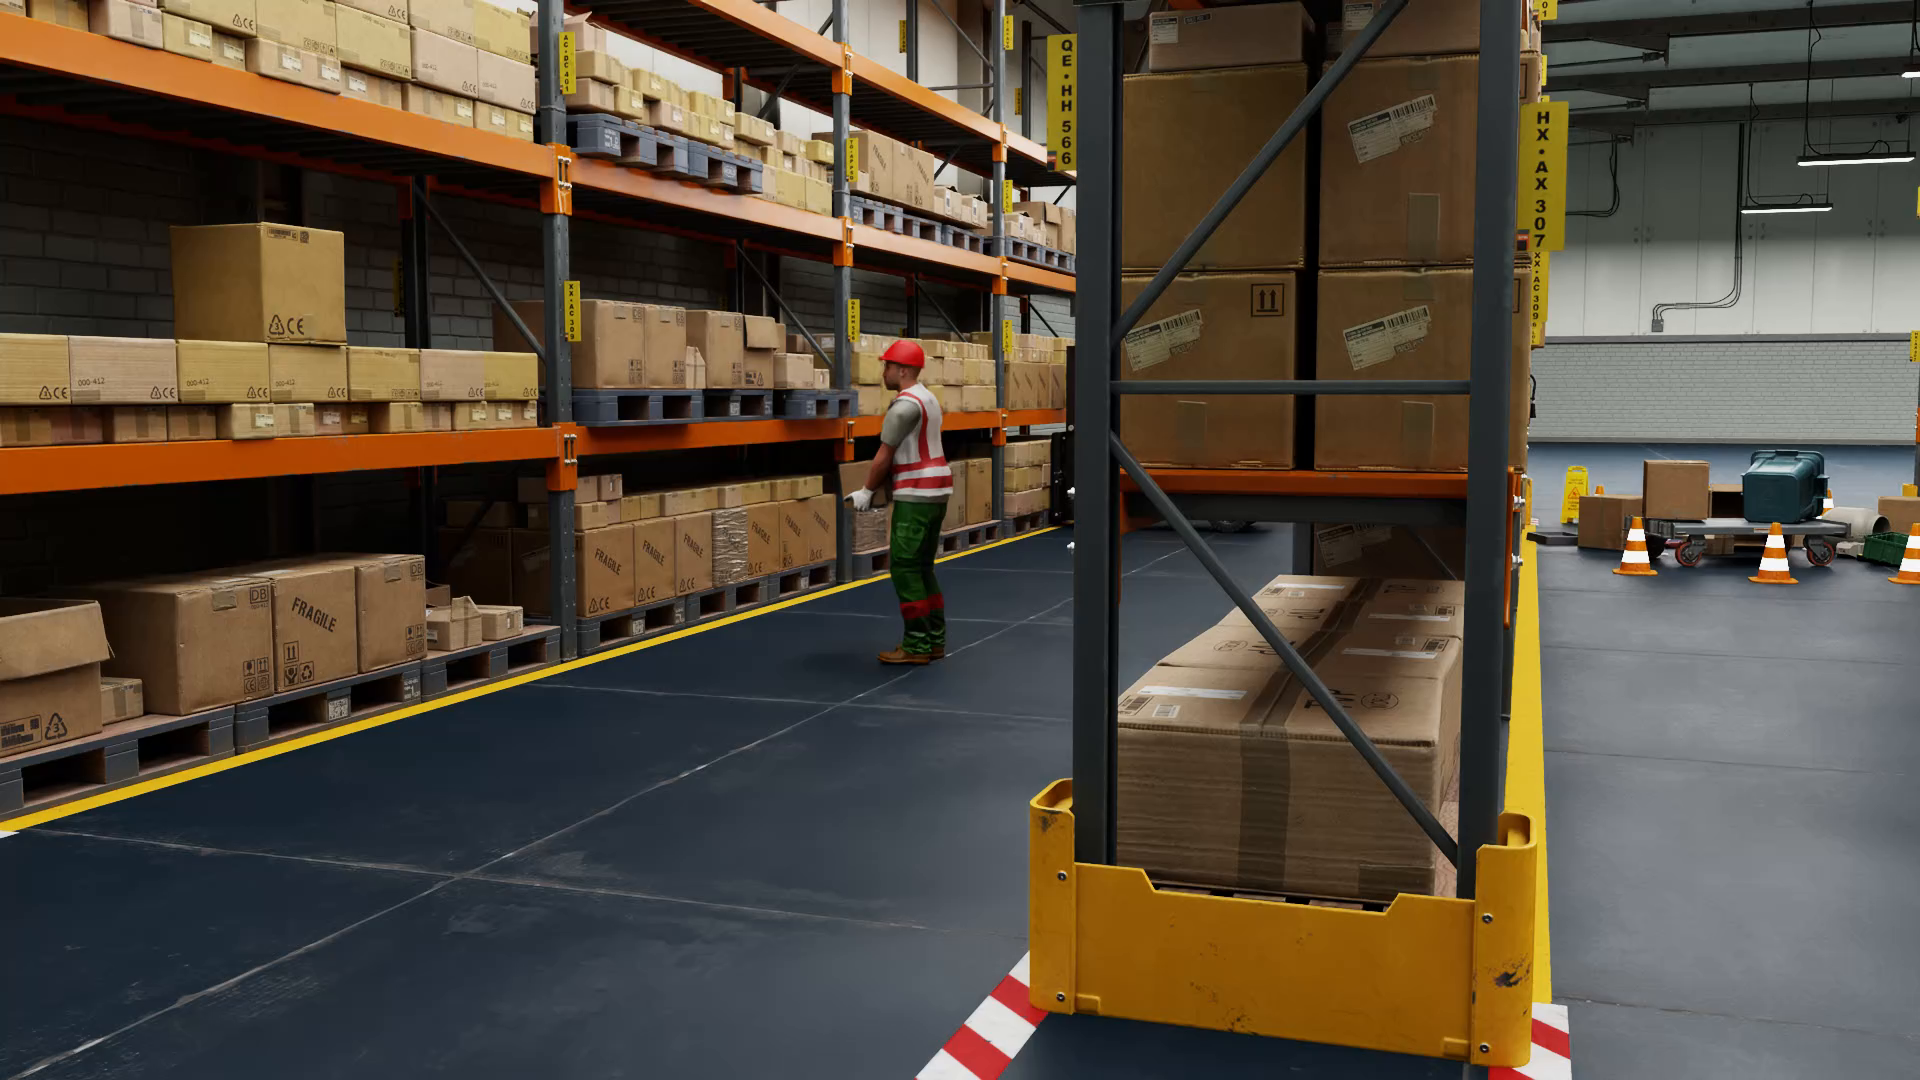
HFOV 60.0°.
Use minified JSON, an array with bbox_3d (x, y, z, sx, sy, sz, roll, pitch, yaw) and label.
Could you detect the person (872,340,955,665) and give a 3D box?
[{"bbox_3d":[-0.261,-0.210,9.185,0.446,1.780,0.620,1,5,15],"label":"person"}]
